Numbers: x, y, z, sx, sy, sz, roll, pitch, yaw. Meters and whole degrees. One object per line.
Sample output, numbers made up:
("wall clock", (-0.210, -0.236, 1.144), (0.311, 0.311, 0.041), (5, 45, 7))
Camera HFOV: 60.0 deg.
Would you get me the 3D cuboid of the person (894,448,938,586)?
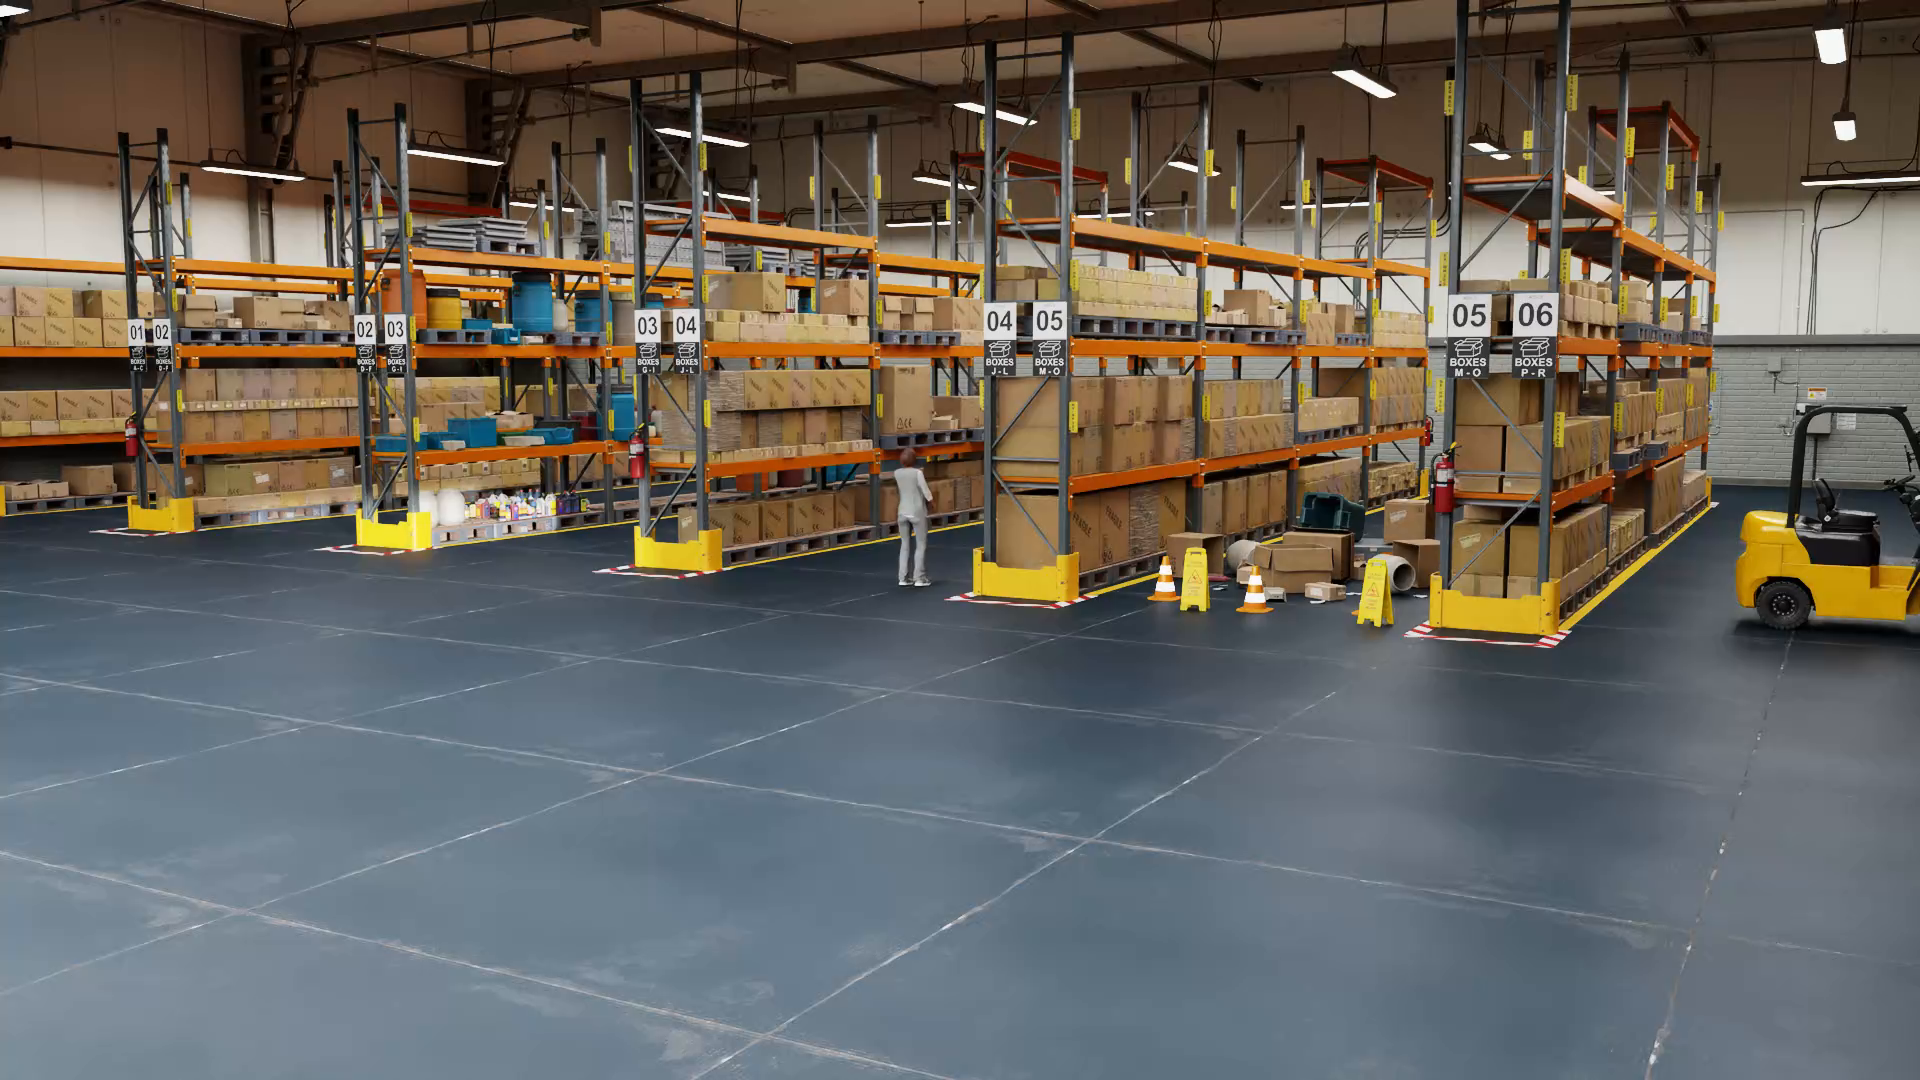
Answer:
("person", (-0.501, -0.269, 19.091), (0.404, 1.591, 0.496), (4, 7, 30))
